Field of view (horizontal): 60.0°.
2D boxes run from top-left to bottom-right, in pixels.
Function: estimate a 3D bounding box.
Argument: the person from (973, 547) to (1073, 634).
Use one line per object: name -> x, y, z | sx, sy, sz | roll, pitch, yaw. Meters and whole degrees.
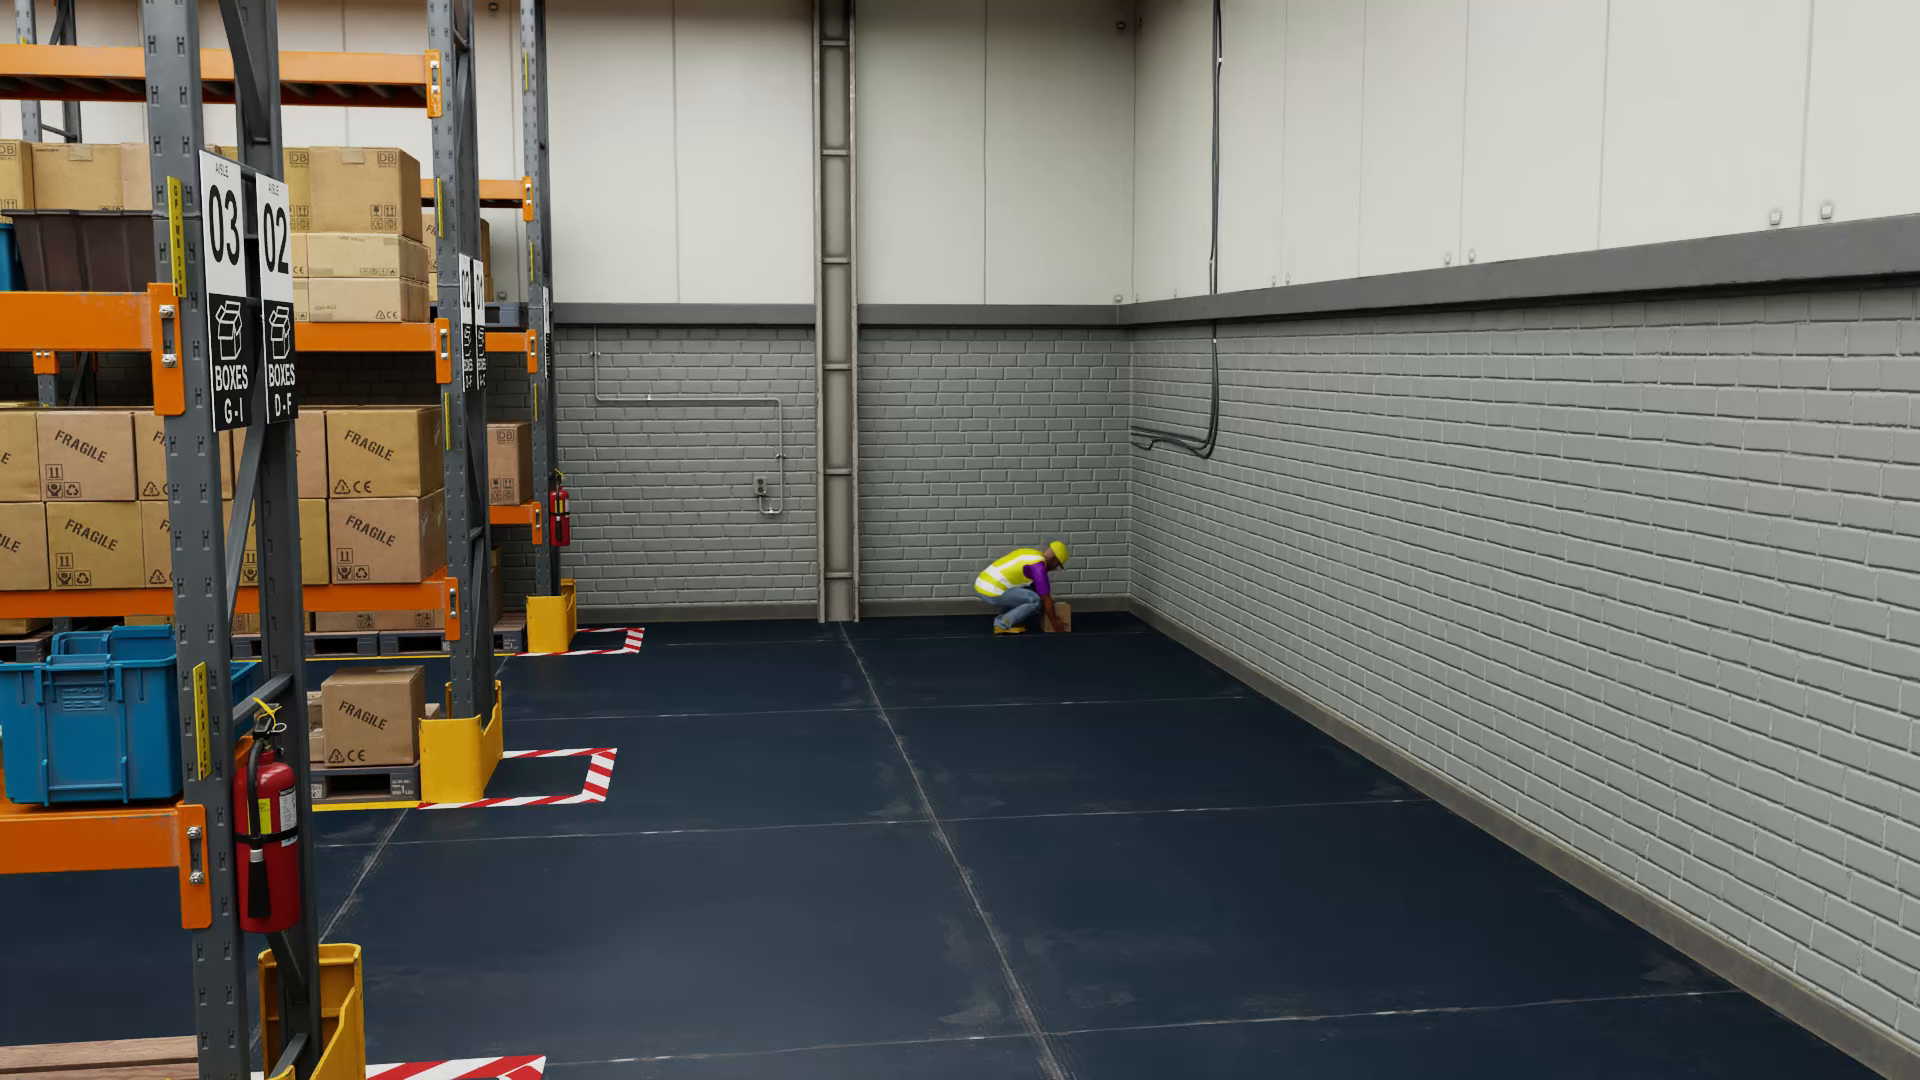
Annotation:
person -> 0.606, 0.481, 15.793 | 0.963, 0.807, 0.529 | -1, 7, -10
